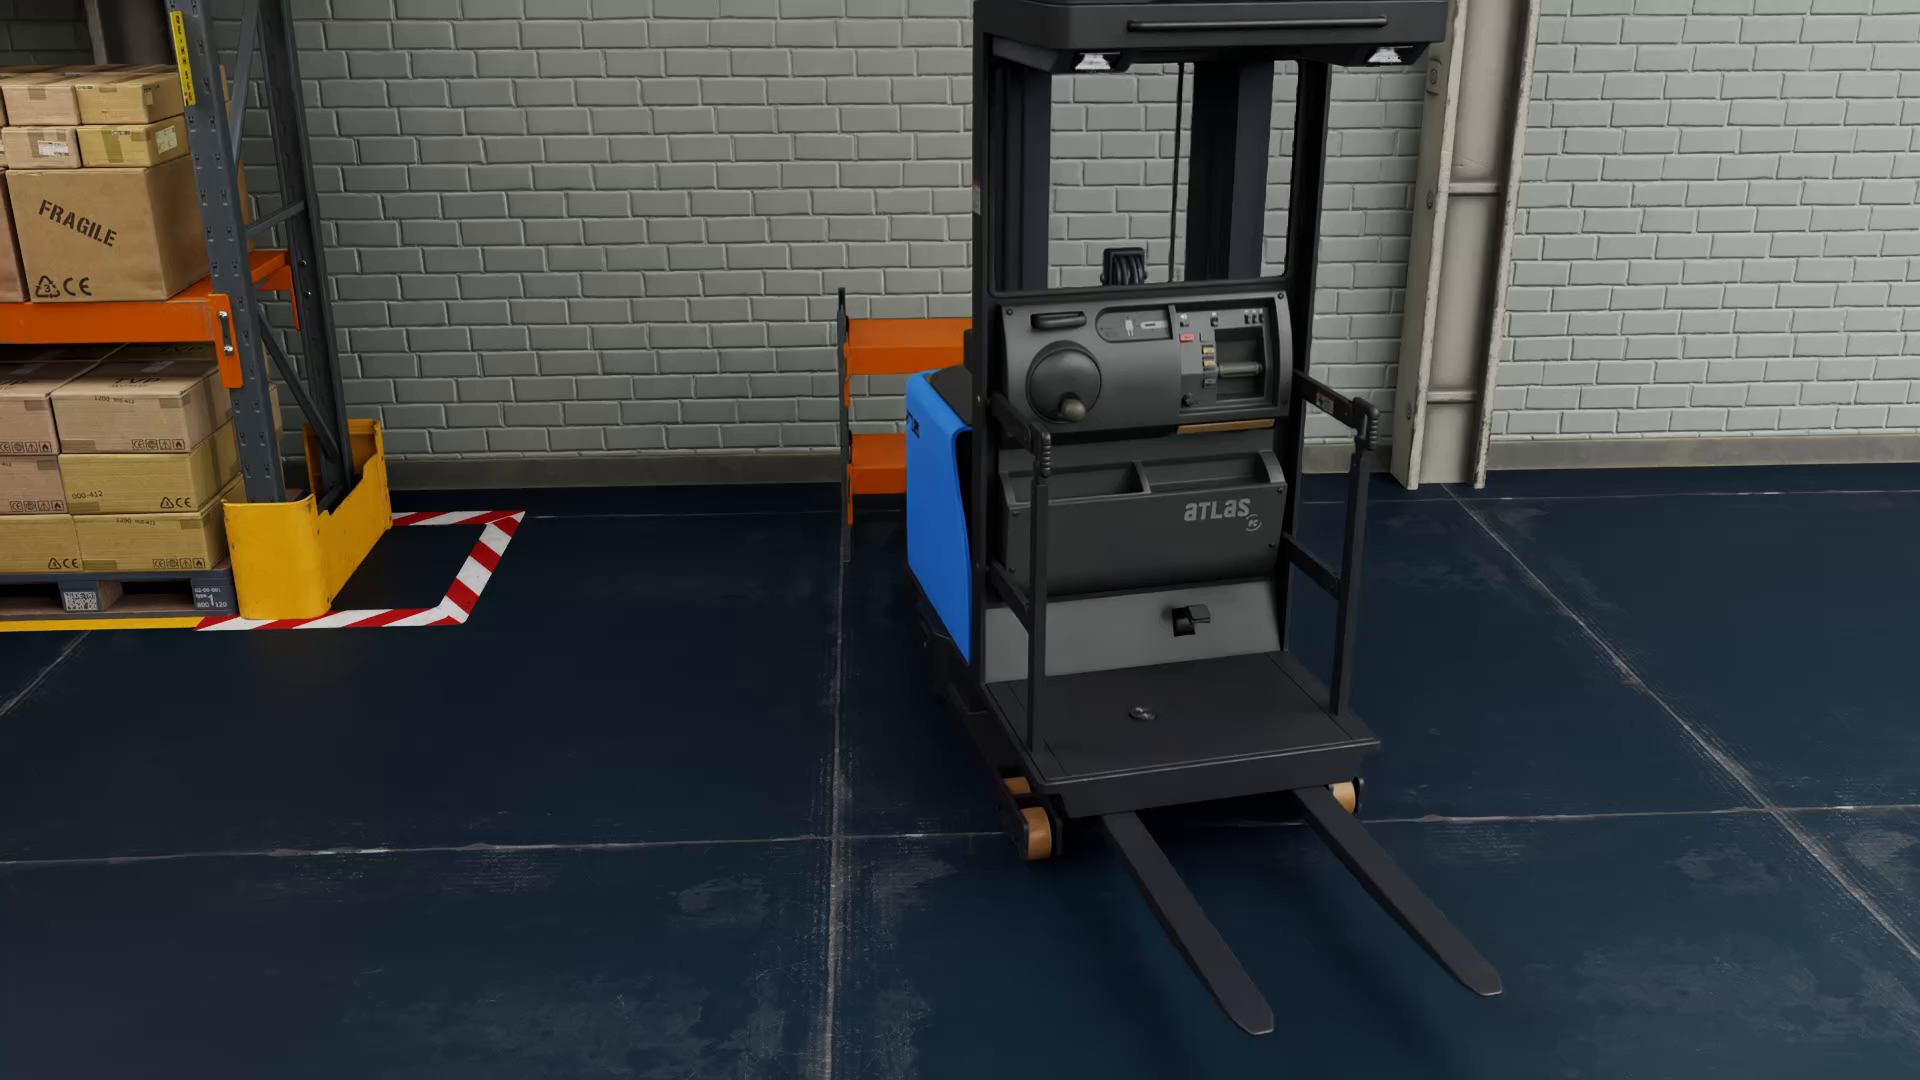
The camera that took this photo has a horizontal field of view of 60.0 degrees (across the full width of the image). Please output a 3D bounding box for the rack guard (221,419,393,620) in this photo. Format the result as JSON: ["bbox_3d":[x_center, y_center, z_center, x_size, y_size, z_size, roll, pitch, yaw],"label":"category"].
[{"bbox_3d":[-2.806,-0.117,7.225,0.348,0.500,1.175,-1,21,-3],"label":"rack guard"}]

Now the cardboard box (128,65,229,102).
[{"bbox_3d":[-3.178,-1.842,6.774,0.250,0.149,0.380,-2,21,-4],"label":"cardboard box"}]

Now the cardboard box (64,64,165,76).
[{"bbox_3d":[-3.447,-1.859,6.818,0.250,0.149,0.380,0,21,-1],"label":"cardboard box"}]

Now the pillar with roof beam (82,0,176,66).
[{"bbox_3d":[-3.331,-2.865,2.498,0.400,9.000,9.100,-1,21,-3],"label":"pillar with roof beam"}]

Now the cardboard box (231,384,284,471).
[{"bbox_3d":[-3.311,-0.493,7.273,0.500,0.250,0.500,-1,21,-2],"label":"cardboard box"}]

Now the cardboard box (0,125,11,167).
[{"bbox_3d":[-3.676,-1.528,6.368,0.250,0.149,0.380,-1,21,-2],"label":"cardboard box"}]

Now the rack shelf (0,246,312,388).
[{"bbox_3d":[-4.827,-0.908,6.800,4.000,0.370,1.077,-1,21,-3],"label":"rack shelf"}]

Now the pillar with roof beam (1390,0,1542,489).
[{"bbox_3d":[2.659,-2.987,2.818,0.400,9.000,9.100,-1,21,-3],"label":"pillar with roof beam"}]

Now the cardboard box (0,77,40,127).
[{"bbox_3d":[-3.680,-1.660,6.295,0.250,0.149,0.380,-1,21,-2],"label":"cardboard box"}]

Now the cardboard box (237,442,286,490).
[{"bbox_3d":[-3.332,-0.255,7.349,0.500,0.250,0.500,-1,21,-3],"label":"cardboard box"}]

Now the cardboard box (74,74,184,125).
[{"bbox_3d":[-3.176,-1.691,6.377,0.250,0.149,0.380,-1,21,-3],"label":"cardboard box"}]

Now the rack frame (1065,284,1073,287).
[{"bbox_3d":[0.501,-0.536,7.448,0.032,1.125,0.500,-1,21,-3],"label":"rack frame"}]

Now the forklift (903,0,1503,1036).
[{"bbox_3d":[0.637,-0.544,4.932,1.130,2.935,3.031,-5,21,-13],"label":"forklift"}]

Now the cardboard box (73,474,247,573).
[{"bbox_3d":[-3.281,-0.074,6.873,0.500,0.250,0.500,-1,21,-3],"label":"cardboard box"}]

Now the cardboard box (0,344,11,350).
[{"bbox_3d":[-4.319,-0.703,7.120,0.500,0.250,0.500,-1,21,-3],"label":"cardboard box"}]

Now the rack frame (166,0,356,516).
[{"bbox_3d":[-2.830,-1.284,6.779,0.127,3.000,1.000,-1,21,-3],"label":"rack frame"}]

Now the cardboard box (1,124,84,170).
[{"bbox_3d":[-3.414,-1.512,6.324,0.250,0.149,0.380,-1,21,-2],"label":"cardboard box"}]

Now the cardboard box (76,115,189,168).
[{"bbox_3d":[-3.160,-1.528,6.366,0.250,0.149,0.380,-1,21,-2],"label":"cardboard box"}]

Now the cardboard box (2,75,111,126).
[{"bbox_3d":[-3.420,-1.675,6.335,0.250,0.149,0.380,-1,21,-3],"label":"cardboard box"}]

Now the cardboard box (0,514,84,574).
[{"bbox_3d":[-3.778,-0.067,6.856,0.500,0.250,0.500,-1,21,-3],"label":"cardboard box"}]

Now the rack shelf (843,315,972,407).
[{"bbox_3d":[-0.007,-0.799,7.316,1.000,0.278,0.538,-1,21,-3],"label":"rack shelf"}]

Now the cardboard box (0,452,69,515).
[{"bbox_3d":[-3.799,-0.302,6.770,0.500,0.250,0.500,-1,21,-4],"label":"cardboard box"}]

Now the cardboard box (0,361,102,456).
[{"bbox_3d":[-3.781,-0.530,6.667,0.500,0.250,0.500,-1,21,-2],"label":"cardboard box"}]

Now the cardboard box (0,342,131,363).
[{"bbox_3d":[-3.819,-0.709,7.136,0.500,0.250,0.500,-1,21,-3],"label":"cardboard box"}]

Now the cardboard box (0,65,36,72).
[{"bbox_3d":[-3.951,-1.839,6.765,0.250,0.149,0.380,-1,21,-3],"label":"cardboard box"}]

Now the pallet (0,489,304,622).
[{"bbox_3d":[-3.591,0.049,7.195,1.213,0.211,1.003,-1,21,-3],"label":"pallet"}]

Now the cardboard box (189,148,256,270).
[{"bbox_3d":[-3.340,-1.420,6.994,0.500,0.500,0.500,0,21,-1],"label":"cardboard box"}]

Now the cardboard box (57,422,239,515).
[{"bbox_3d":[-3.298,-0.308,6.787,0.500,0.250,0.500,-1,21,-4],"label":"cardboard box"}]

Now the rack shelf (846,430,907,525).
[{"bbox_3d":[-0.007,-0.297,7.507,1.000,0.278,0.538,-1,21,-3],"label":"rack shelf"}]

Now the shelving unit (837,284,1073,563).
[{"bbox_3d":[-0.007,-0.526,7.420,1.048,1.125,0.538,-1,21,-3],"label":"shelving unit"}]

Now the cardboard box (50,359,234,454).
[{"bbox_3d":[-3.272,-0.543,6.700,0.500,0.250,0.500,0,21,-1],"label":"cardboard box"}]

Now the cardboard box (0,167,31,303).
[{"bbox_3d":[-3.825,-1.221,6.471,0.500,0.500,0.500,-1,21,-1],"label":"cardboard box"}]

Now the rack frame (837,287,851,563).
[{"bbox_3d":[-0.514,-0.515,7.393,0.032,1.125,0.500,-1,21,-3],"label":"rack frame"}]

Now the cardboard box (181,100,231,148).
[{"bbox_3d":[-3.184,-1.720,6.869,0.250,0.149,0.380,-2,21,-4],"label":"cardboard box"}]

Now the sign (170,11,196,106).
[{"bbox_3d":[-2.813,-1.743,6.024,0.005,0.325,0.100,-1,21,-3],"label":"sign"}]

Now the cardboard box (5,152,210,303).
[{"bbox_3d":[-3.306,-1.228,6.490,0.500,0.500,0.500,-2,21,-4],"label":"cardboard box"}]

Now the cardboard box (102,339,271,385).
[{"bbox_3d":[-3.321,-0.720,7.166,0.500,0.250,0.500,-1,21,-4],"label":"cardboard box"}]

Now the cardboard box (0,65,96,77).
[{"bbox_3d":[-3.704,-1.839,6.764,0.250,0.149,0.380,-1,21,-2],"label":"cardboard box"}]
